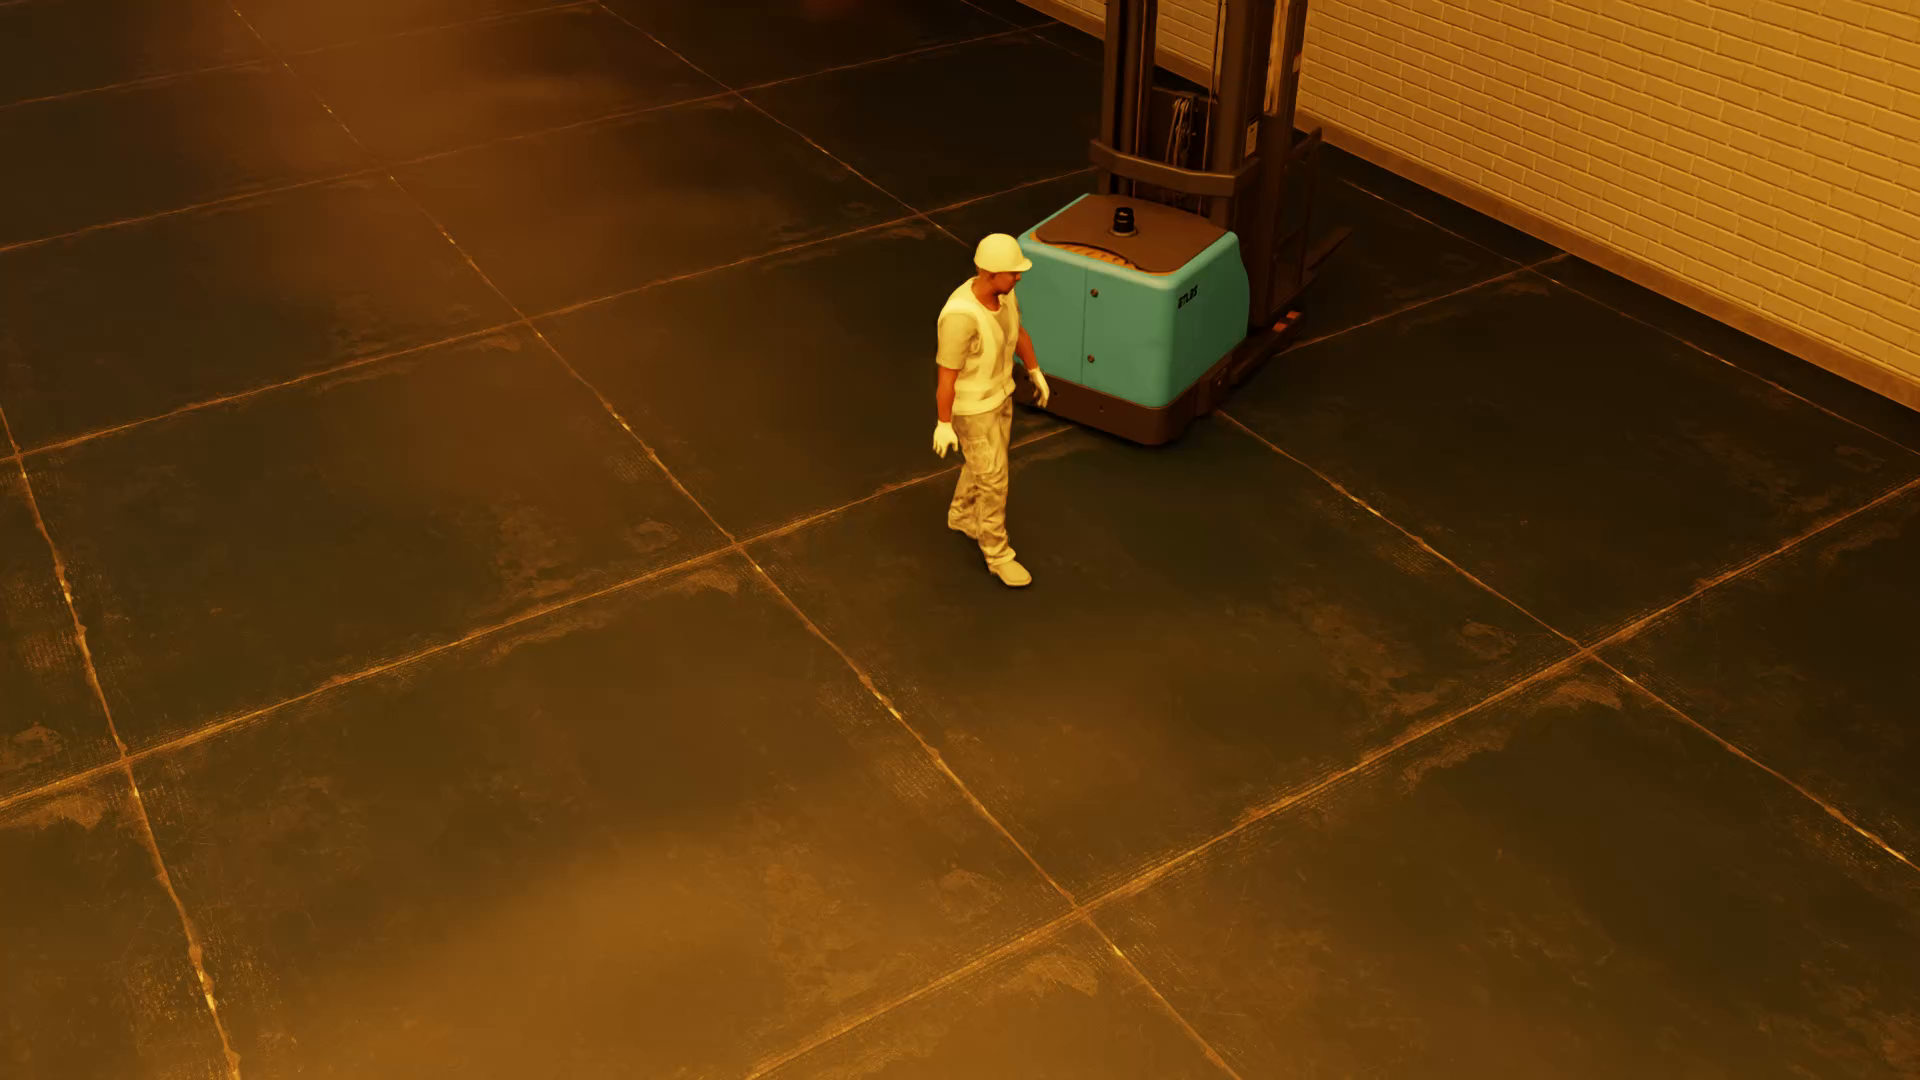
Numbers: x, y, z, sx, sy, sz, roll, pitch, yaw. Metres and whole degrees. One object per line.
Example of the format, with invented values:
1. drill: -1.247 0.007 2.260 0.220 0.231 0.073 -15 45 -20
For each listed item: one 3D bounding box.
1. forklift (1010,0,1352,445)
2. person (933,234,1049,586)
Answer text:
1. forklift: 1.538 -2.533 9.753 1.130 2.935 3.031 22 40 28
2. person: 0.178 -0.665 8.128 0.643 1.761 0.717 16 38 22
